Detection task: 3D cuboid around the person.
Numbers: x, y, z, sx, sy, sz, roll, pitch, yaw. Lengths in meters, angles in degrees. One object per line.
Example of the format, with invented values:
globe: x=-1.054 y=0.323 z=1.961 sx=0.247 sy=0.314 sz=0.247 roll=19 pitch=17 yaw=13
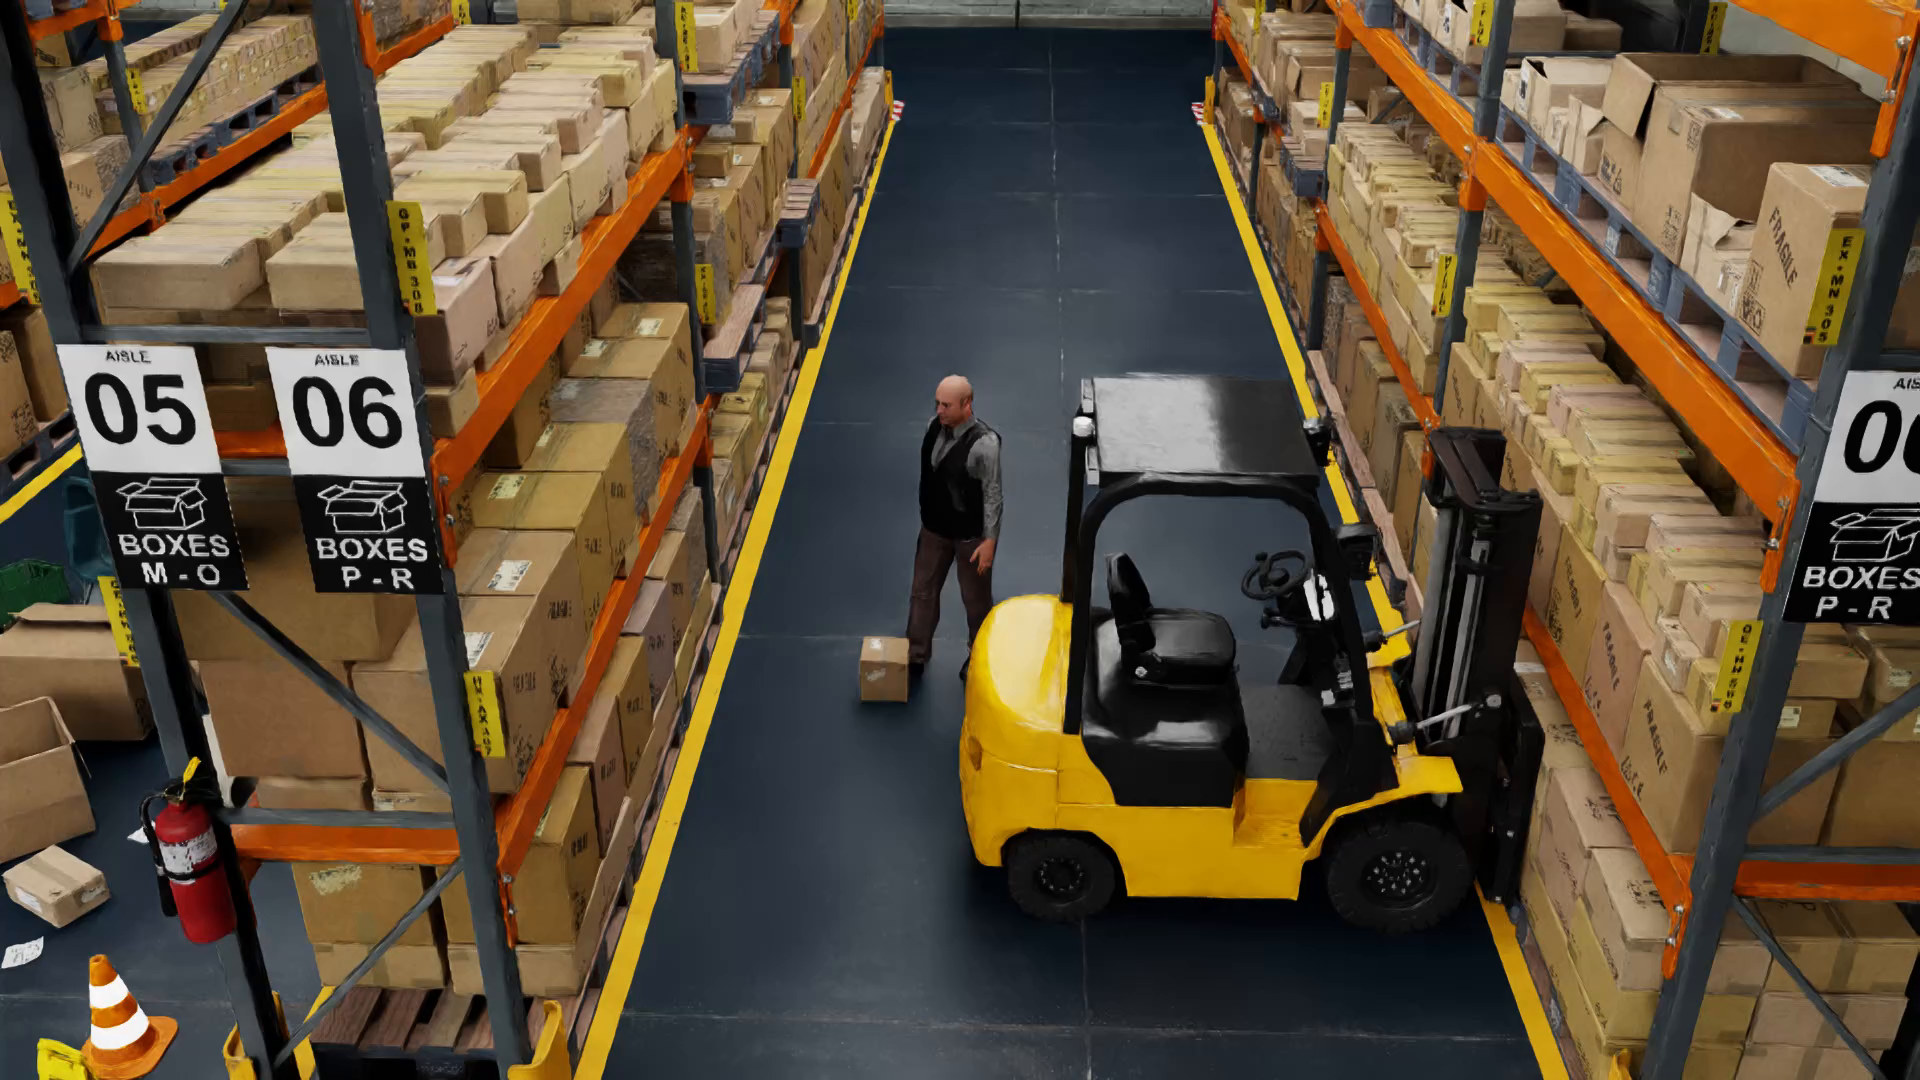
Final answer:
person: x=-0.081 y=-0.016 z=8.653 sx=0.583 sy=1.719 sz=0.659 roll=24 pitch=36 yaw=38
